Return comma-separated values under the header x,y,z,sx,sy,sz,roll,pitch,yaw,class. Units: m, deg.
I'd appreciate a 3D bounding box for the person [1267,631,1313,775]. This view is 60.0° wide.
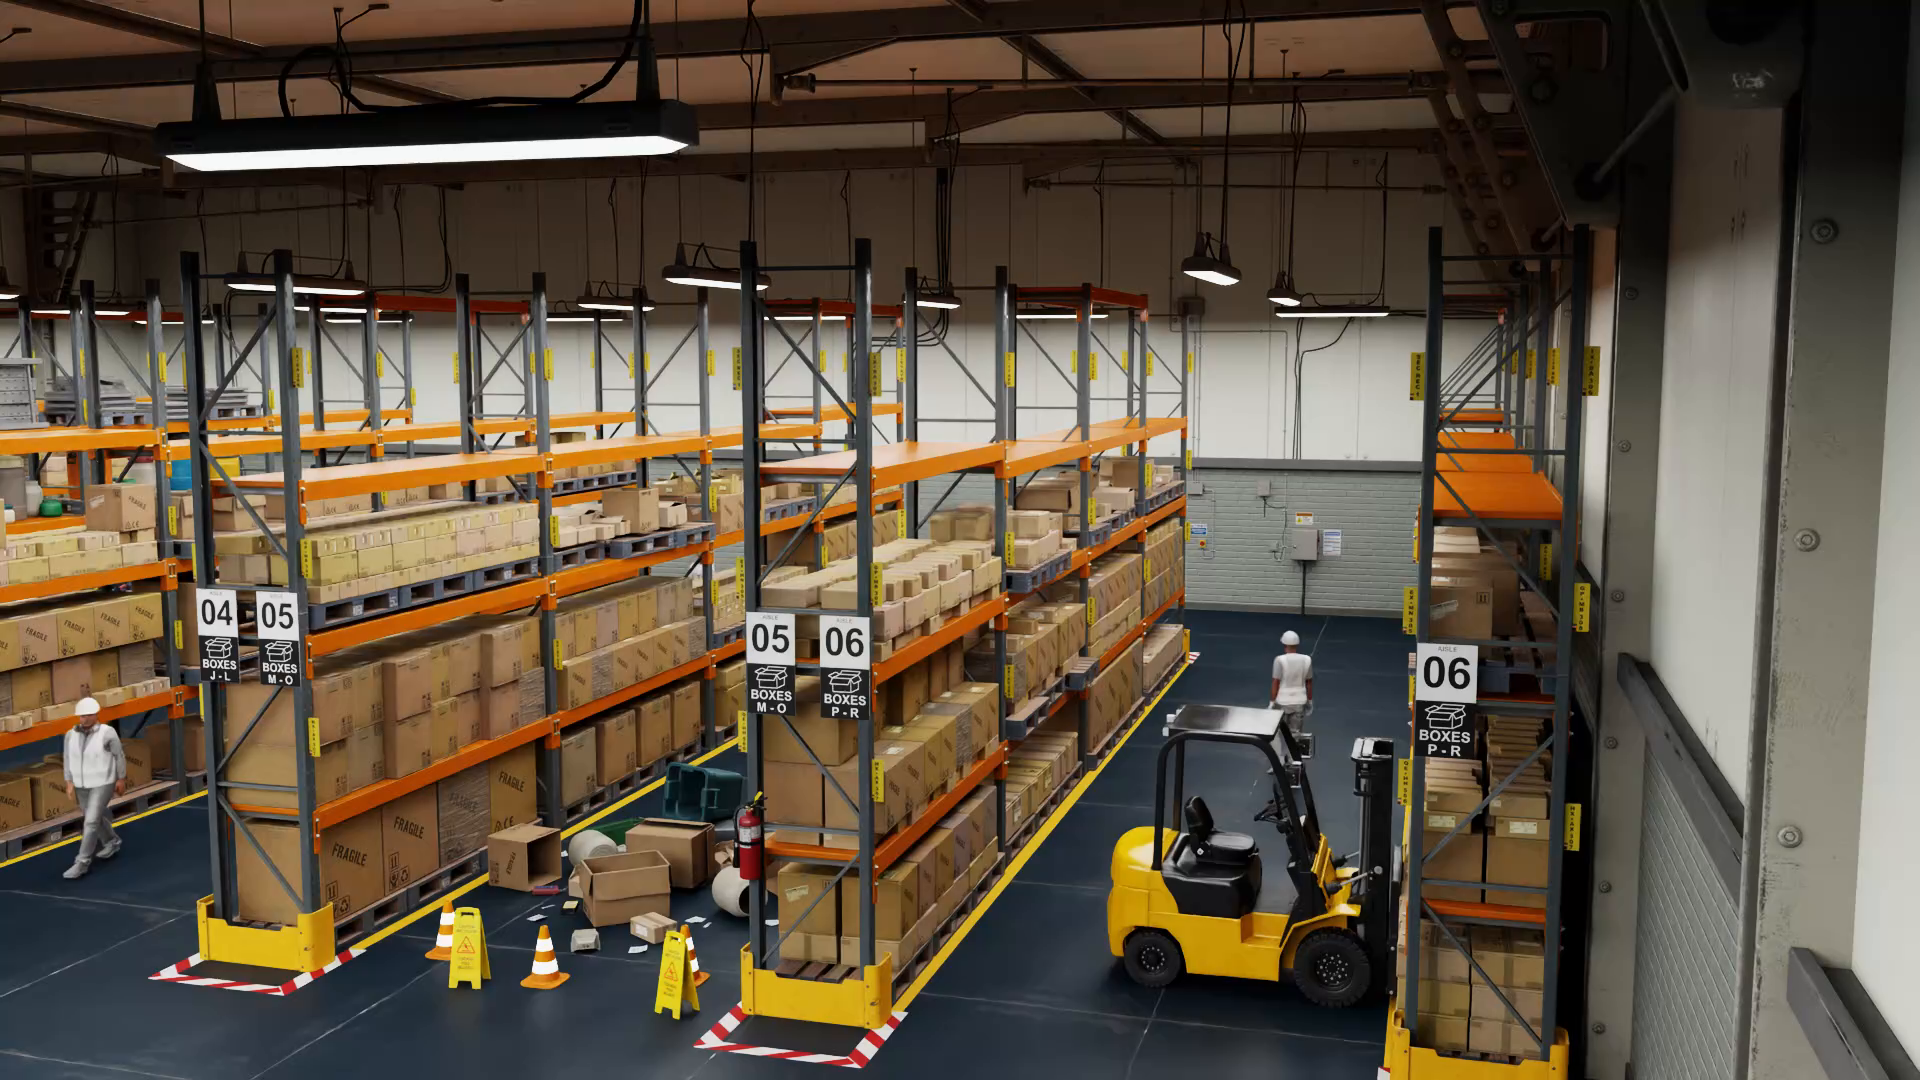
x,y,z,sx,sy,sz,roll,pitch,yaw,class
4.037,2.004,20.387,0.601,1.789,0.401,-2,7,-16,person

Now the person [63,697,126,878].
x,y,z,sx,sy,sz,roll,pitch,yaw,class
-8.734,2.434,16.685,0.524,1.717,0.967,1,6,5,person

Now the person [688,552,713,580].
x,y,z,sx,sy,sz,roll,pitch,yaw,class
-4.737,0.937,30.406,0.482,1.621,1.049,2,7,17,person
